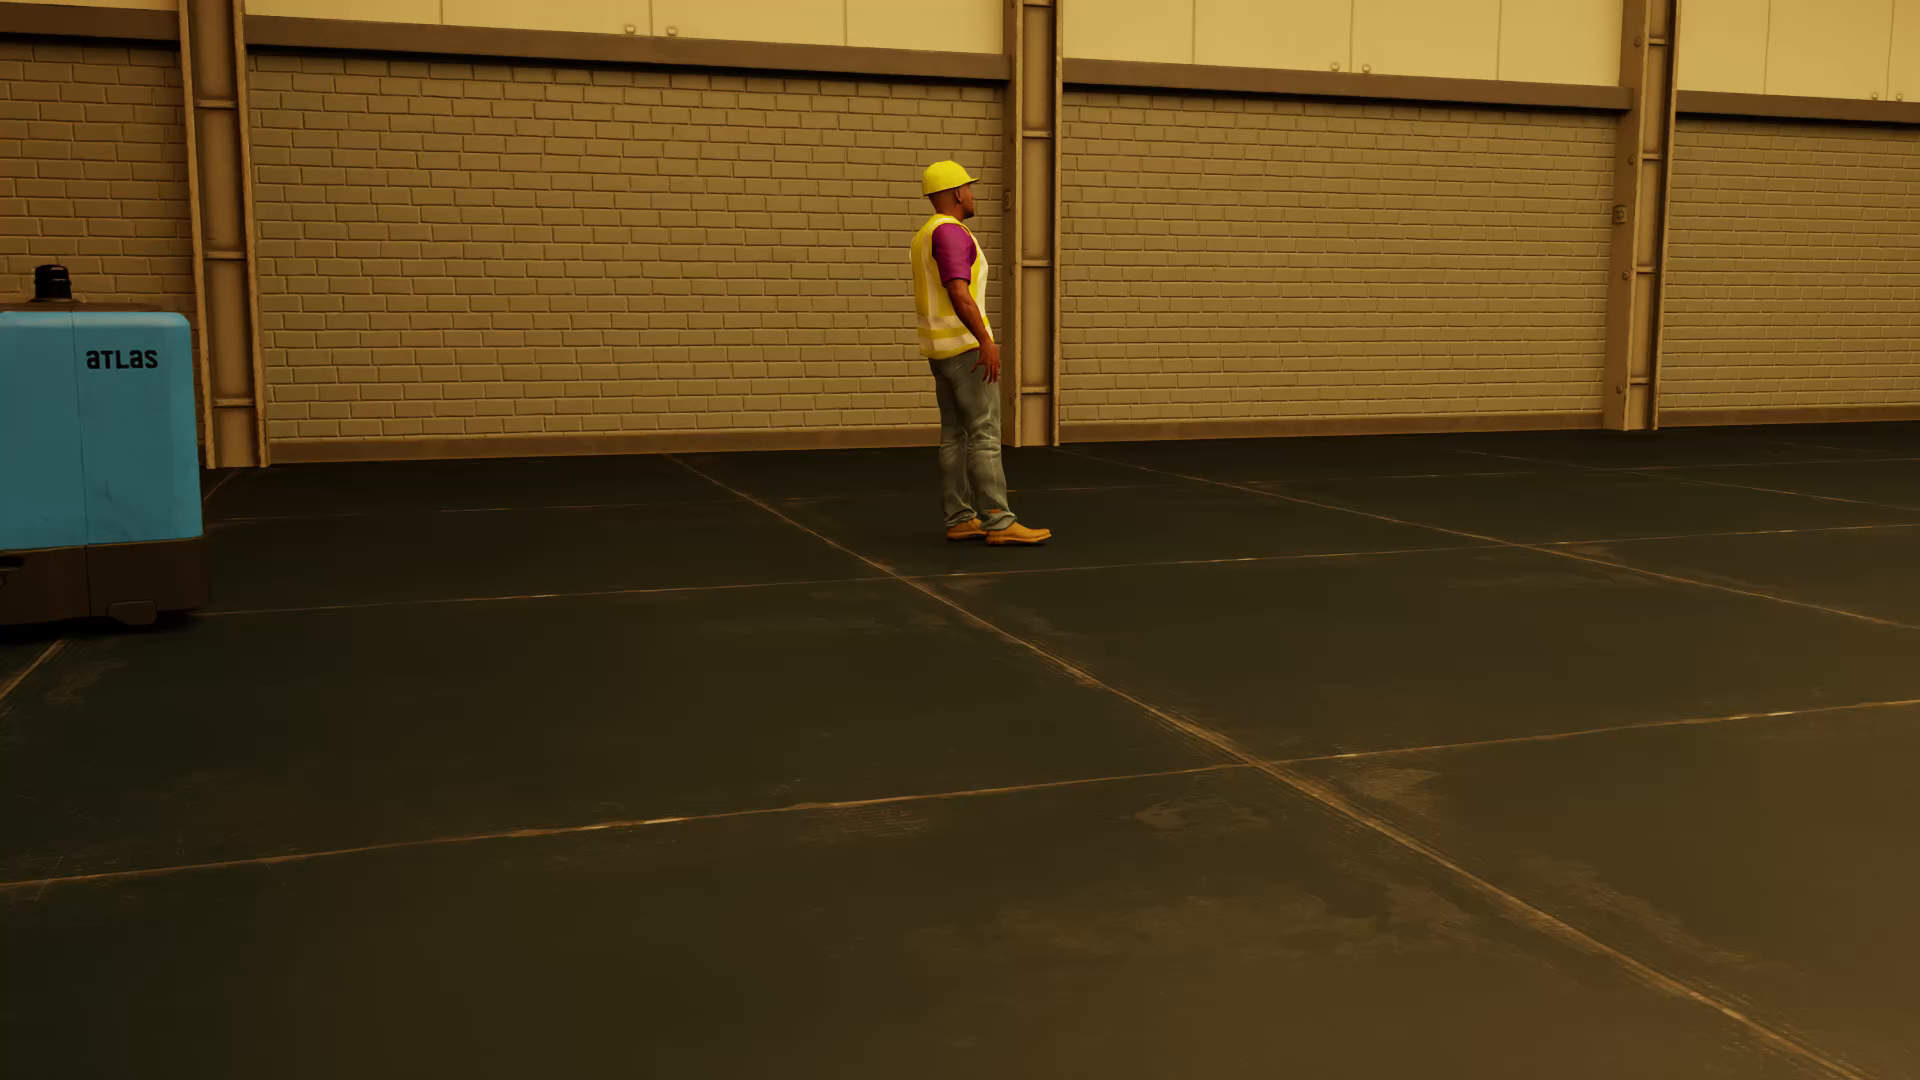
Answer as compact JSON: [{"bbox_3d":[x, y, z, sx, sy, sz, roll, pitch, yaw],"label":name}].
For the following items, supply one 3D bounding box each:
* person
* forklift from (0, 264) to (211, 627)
[{"bbox_3d":[0.068,-0.885,7.820,0.577,1.765,0.665,-3,8,-18],"label":"person"},{"bbox_3d":[-4.123,-1.108,5.193,3.031,2.935,1.130,-5,9,-30],"label":"forklift"}]
